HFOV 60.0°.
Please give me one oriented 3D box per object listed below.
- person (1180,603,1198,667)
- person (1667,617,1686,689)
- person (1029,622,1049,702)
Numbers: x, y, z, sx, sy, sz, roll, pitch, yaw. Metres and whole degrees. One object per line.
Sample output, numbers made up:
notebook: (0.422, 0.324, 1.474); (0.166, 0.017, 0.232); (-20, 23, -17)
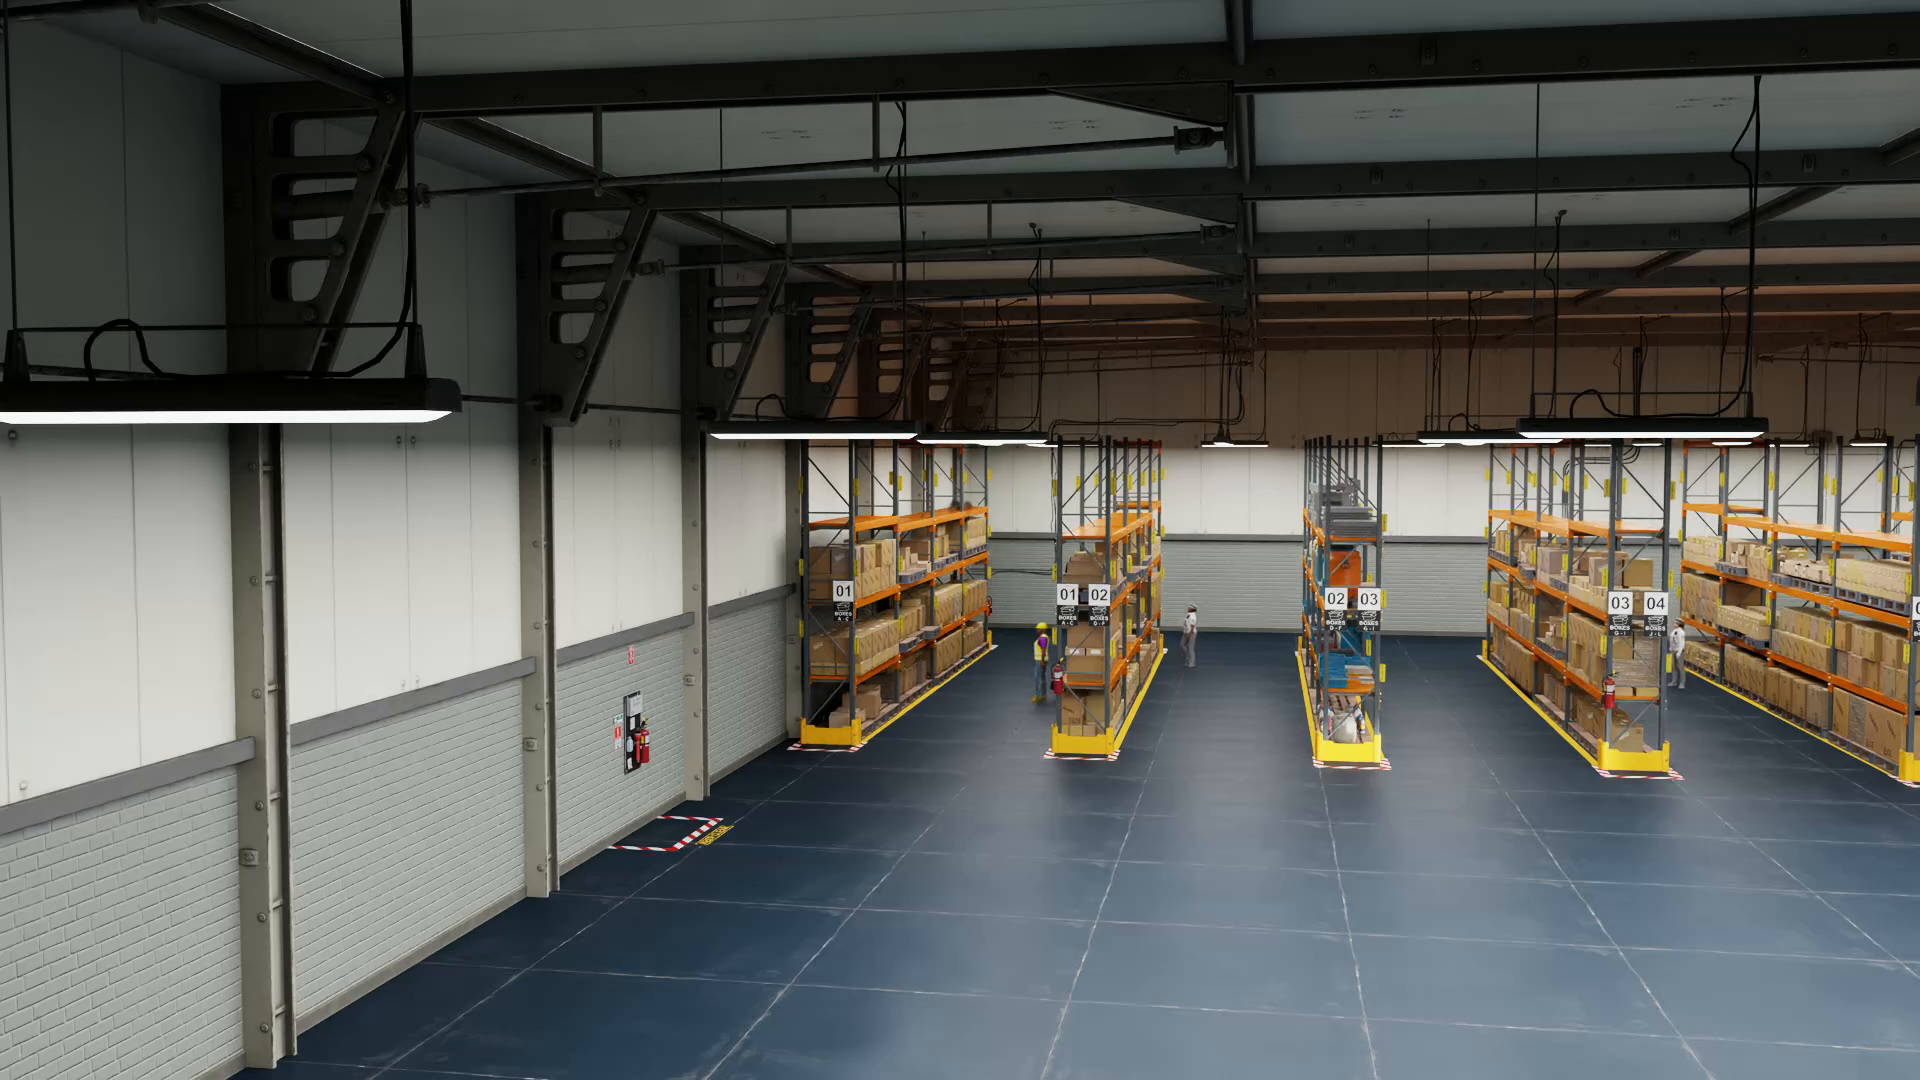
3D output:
person: (6.073, 2.519, 44.079); (0.421, 1.729, 0.567); (-1, 3, -23)
person: (17.308, 2.728, 40.152); (0.369, 1.728, 0.492); (-1, 3, -21)
person: (1.827, 2.787, 38.039); (0.415, 1.793, 0.674); (1, 3, 9)
